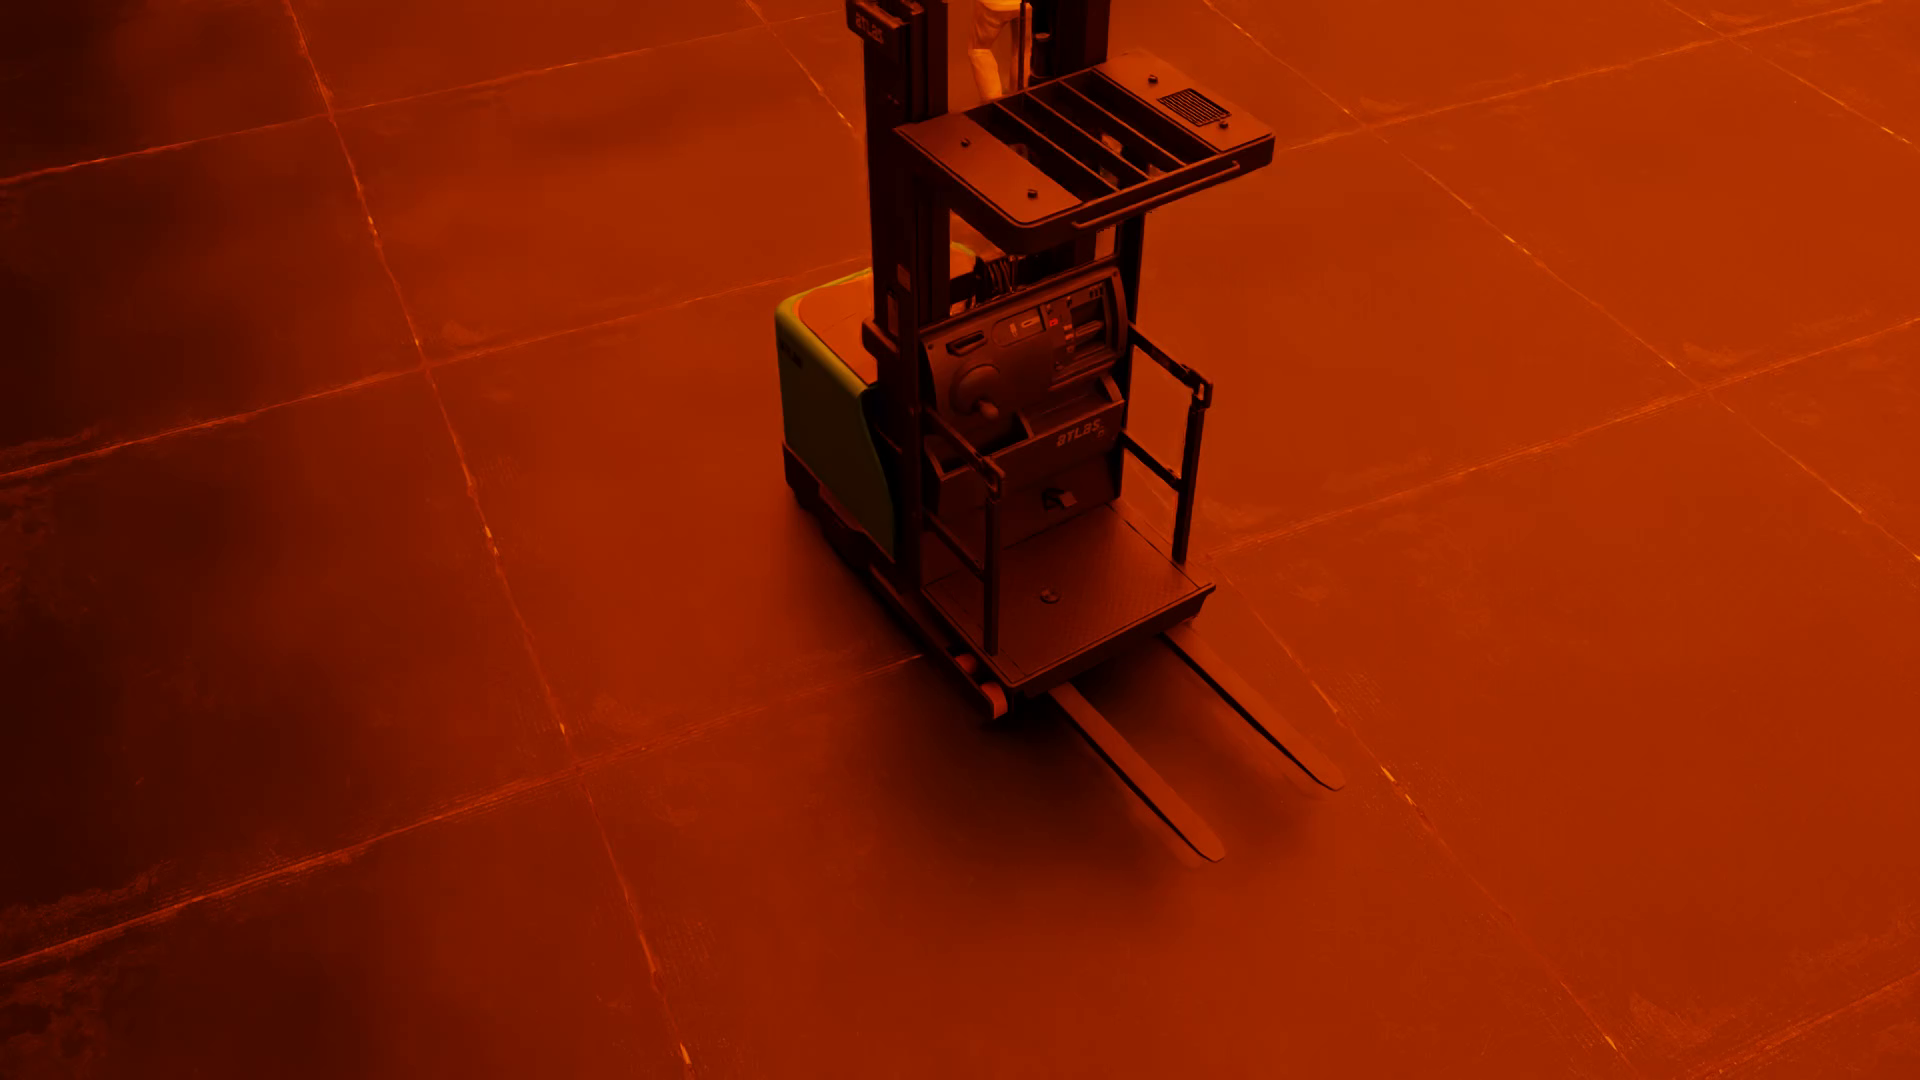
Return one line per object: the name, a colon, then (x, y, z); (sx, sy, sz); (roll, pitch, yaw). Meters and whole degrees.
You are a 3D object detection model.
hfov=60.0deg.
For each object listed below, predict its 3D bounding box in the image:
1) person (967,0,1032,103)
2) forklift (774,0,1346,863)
person: (0.308, -3.287, 10.071); (0.829, 1.747, 0.583); (-7, 43, -8)
forklift: (0.389, -0.689, 6.418); (1.130, 2.935, 3.031); (-24, 48, -24)
